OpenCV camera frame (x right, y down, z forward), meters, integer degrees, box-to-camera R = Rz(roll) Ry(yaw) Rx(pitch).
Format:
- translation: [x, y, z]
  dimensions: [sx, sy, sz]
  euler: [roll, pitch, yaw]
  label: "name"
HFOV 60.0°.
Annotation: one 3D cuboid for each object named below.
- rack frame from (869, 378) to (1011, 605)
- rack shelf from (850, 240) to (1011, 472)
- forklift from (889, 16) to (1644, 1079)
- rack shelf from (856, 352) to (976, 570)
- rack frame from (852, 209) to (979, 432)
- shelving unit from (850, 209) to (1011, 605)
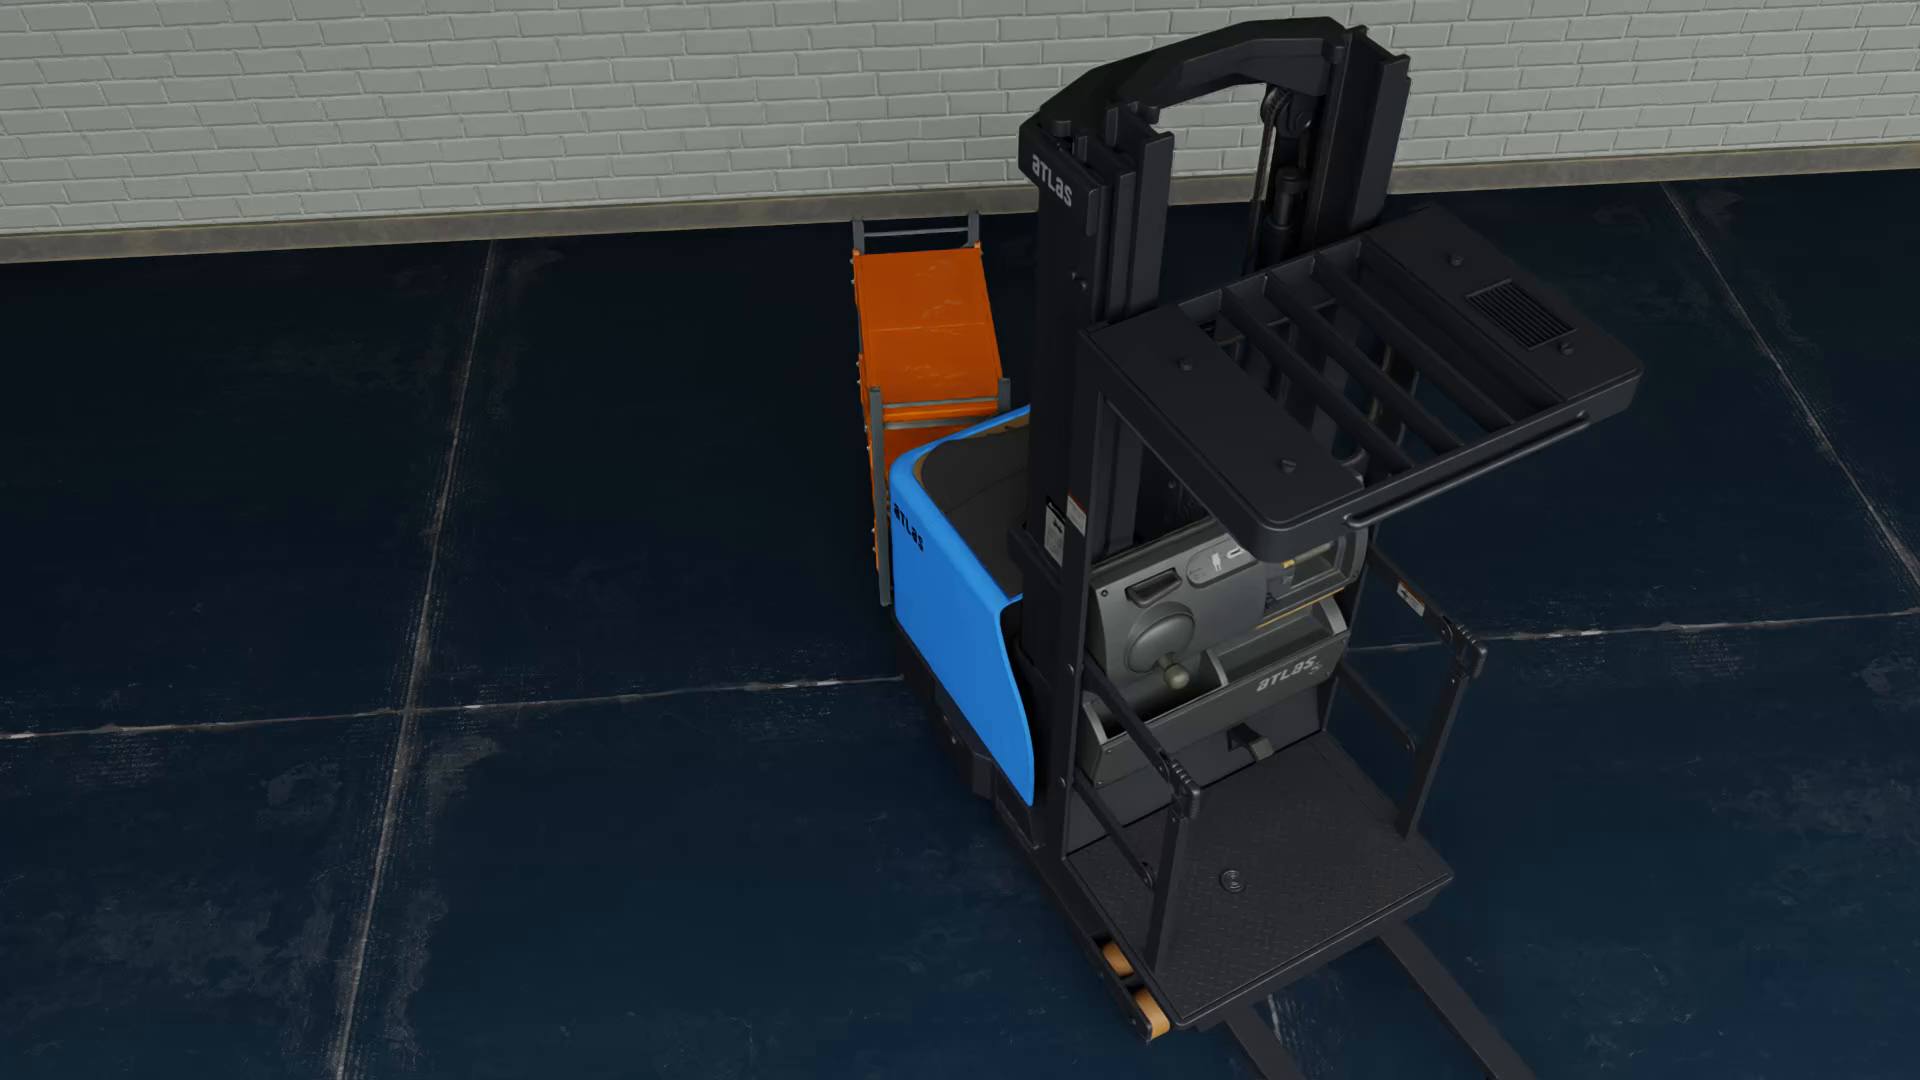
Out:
- translation: [-0.070, -0.157, 6.261]
  dimensions: [0.500, 1.125, 0.032]
  euler: [-4, 47, -4]
  label: "rack frame"
- translation: [-0.123, -0.726, 6.396]
  dimensions: [0.538, 0.278, 1.000]
  euler: [-4, 47, -4]
  label: "rack shelf"
- translation: [0.900, 0.212, 4.667]
  dimensions: [1.130, 2.935, 3.031]
  euler: [-22, 50, -20]
  label: "forklift"
- translation: [-0.123, -0.356, 6.786]
  dimensions: [0.538, 0.278, 1.000]
  euler: [-4, 47, -4]
  label: "rack shelf"
- translation: [-0.175, -0.892, 6.956]
  dimensions: [0.500, 1.125, 0.032]
  euler: [-4, 47, -4]
  label: "rack frame"
- translation: [-0.123, -0.524, 6.608]
  dimensions: [0.538, 1.125, 1.048]
  euler: [-4, 47, -4]
  label: "shelving unit"
